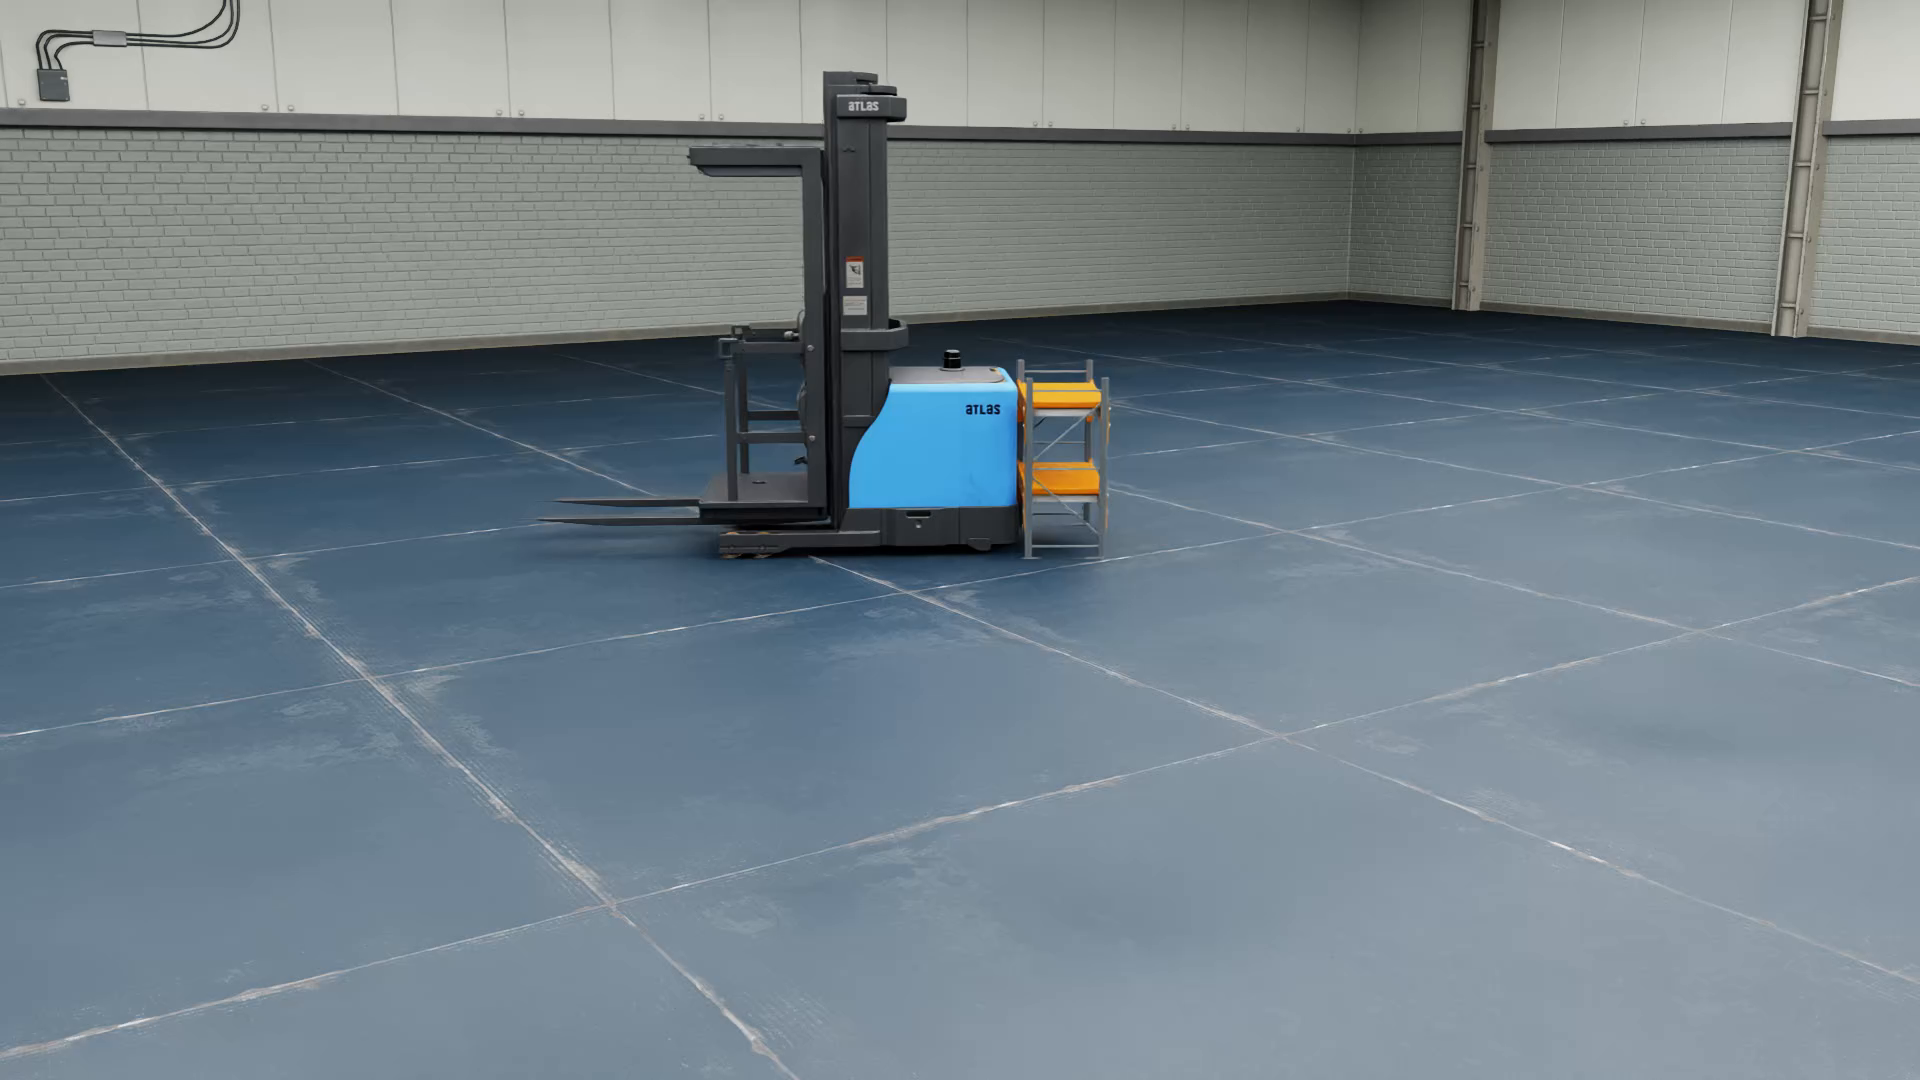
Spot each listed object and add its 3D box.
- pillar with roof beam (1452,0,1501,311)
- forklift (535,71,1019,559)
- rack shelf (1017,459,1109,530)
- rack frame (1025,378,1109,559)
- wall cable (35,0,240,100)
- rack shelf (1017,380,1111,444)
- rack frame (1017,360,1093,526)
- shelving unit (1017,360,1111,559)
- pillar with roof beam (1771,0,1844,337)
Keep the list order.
[{"bbox_3d":[5.431,-7.991,26.341,9.100,9.000,0.400,-8,15,-33],"label":"pillar with roof beam"},{"bbox_3d":[-1.165,-1.432,10.549,3.031,2.935,1.130,-1,12,-3],"label":"forklift"},{"bbox_3d":[0.644,-0.304,10.762,0.538,0.278,1.000,0,12,-1],"label":"rack shelf"},{"bbox_3d":[0.652,-0.434,10.213,0.500,1.125,0.032,0,12,-1],"label":"rack frame"},{"bbox_3d":[-9.828,-8.235,19.496,2.305,6.003,0.169,-8,15,-33],"label":"wall cable"},{"bbox_3d":[0.644,-0.829,10.647,0.538,0.278,1.000,0,12,-1],"label":"rack shelf"},{"bbox_3d":[0.636,-0.651,11.206,0.500,1.125,0.032,0,12,-1],"label":"rack frame"},{"bbox_3d":[0.644,-0.543,10.710,0.538,1.125,1.048,0,12,-1],"label":"shelving unit"},{"bbox_3d":[8.755,-6.924,21.462,9.100,9.000,0.400,-8,15,-33],"label":"pillar with roof beam"}]
